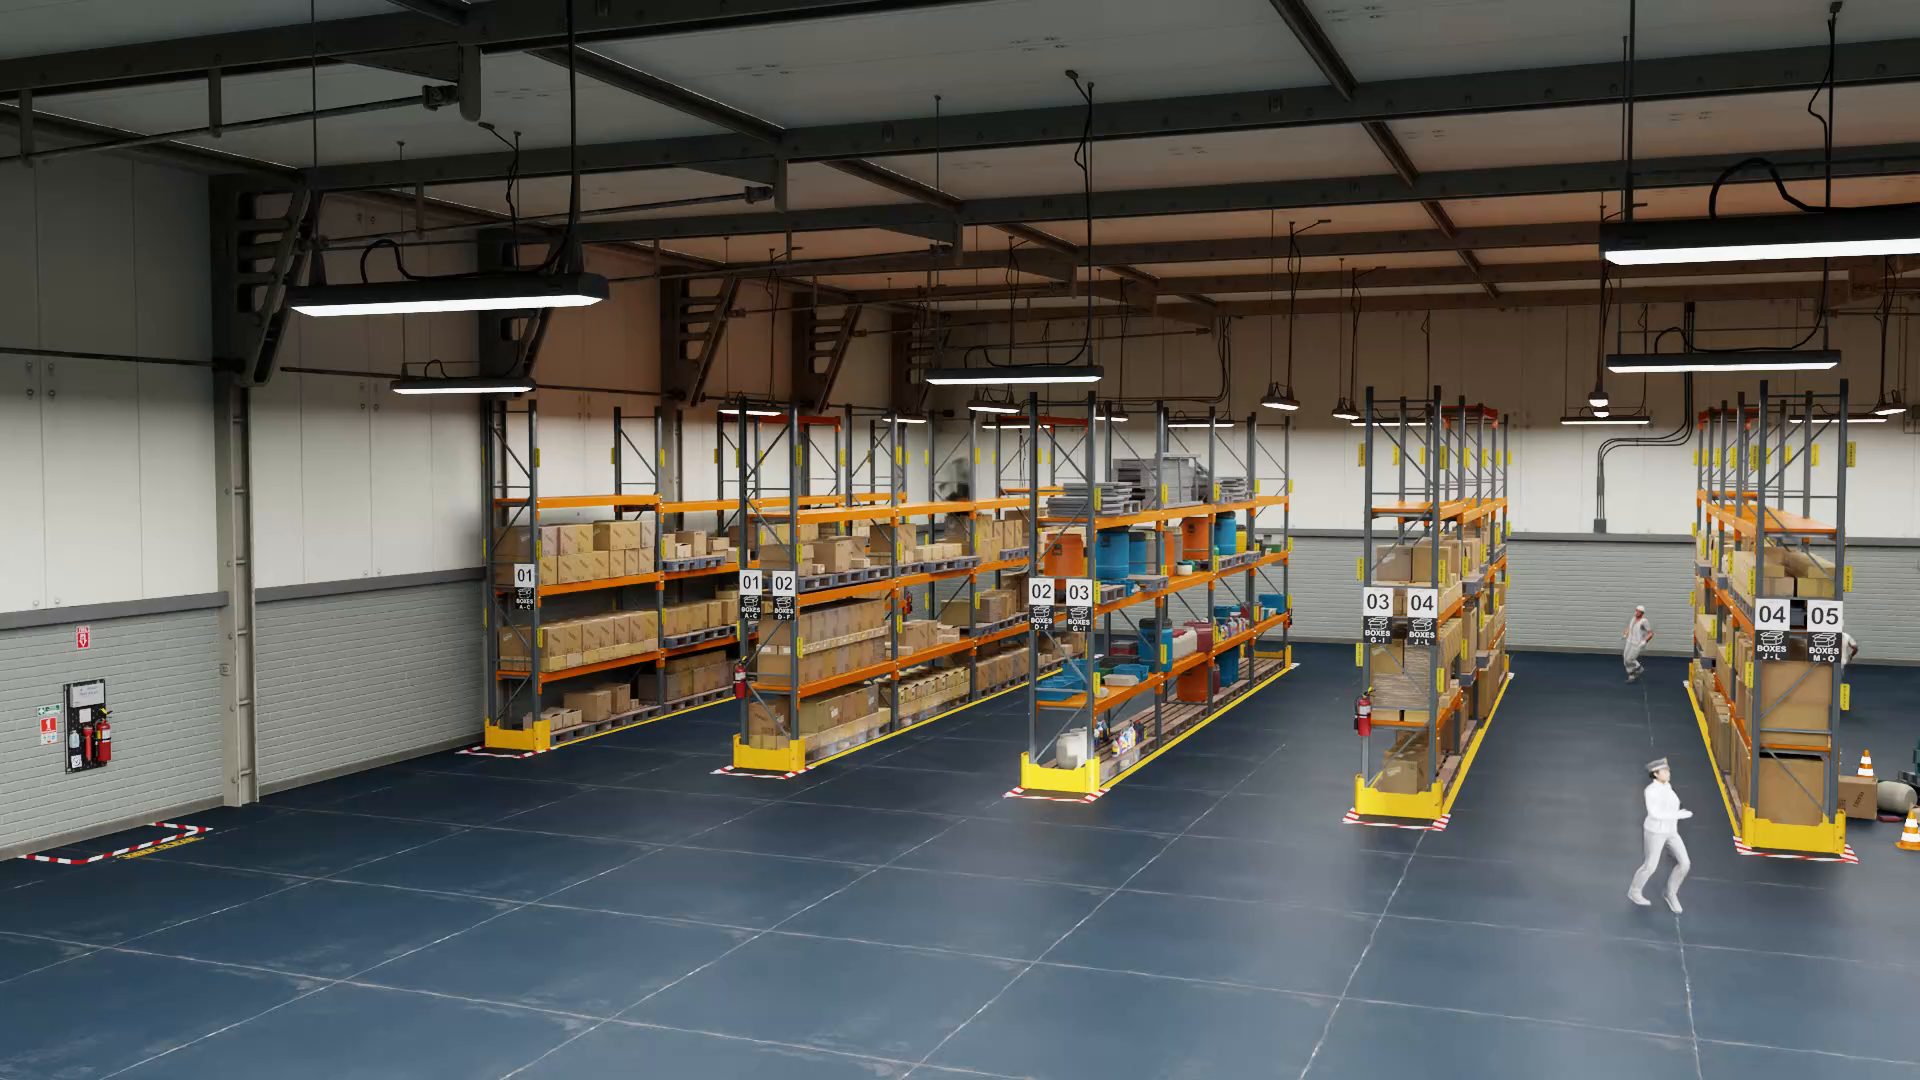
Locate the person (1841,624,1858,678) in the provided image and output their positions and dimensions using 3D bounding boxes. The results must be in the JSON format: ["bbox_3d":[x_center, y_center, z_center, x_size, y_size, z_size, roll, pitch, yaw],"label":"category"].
[{"bbox_3d":[17.558,2.469,33.342,0.696,1.763,0.941,1,3,11],"label":"person"}]

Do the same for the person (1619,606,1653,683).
[{"bbox_3d":[15.017,2.318,36.927,0.545,1.734,0.728,-1,3,-22],"label":"person"}]

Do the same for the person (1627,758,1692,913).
[{"bbox_3d":[7.718,3.256,18.367,0.595,1.744,0.635,-2,3,-34],"label":"person"}]
